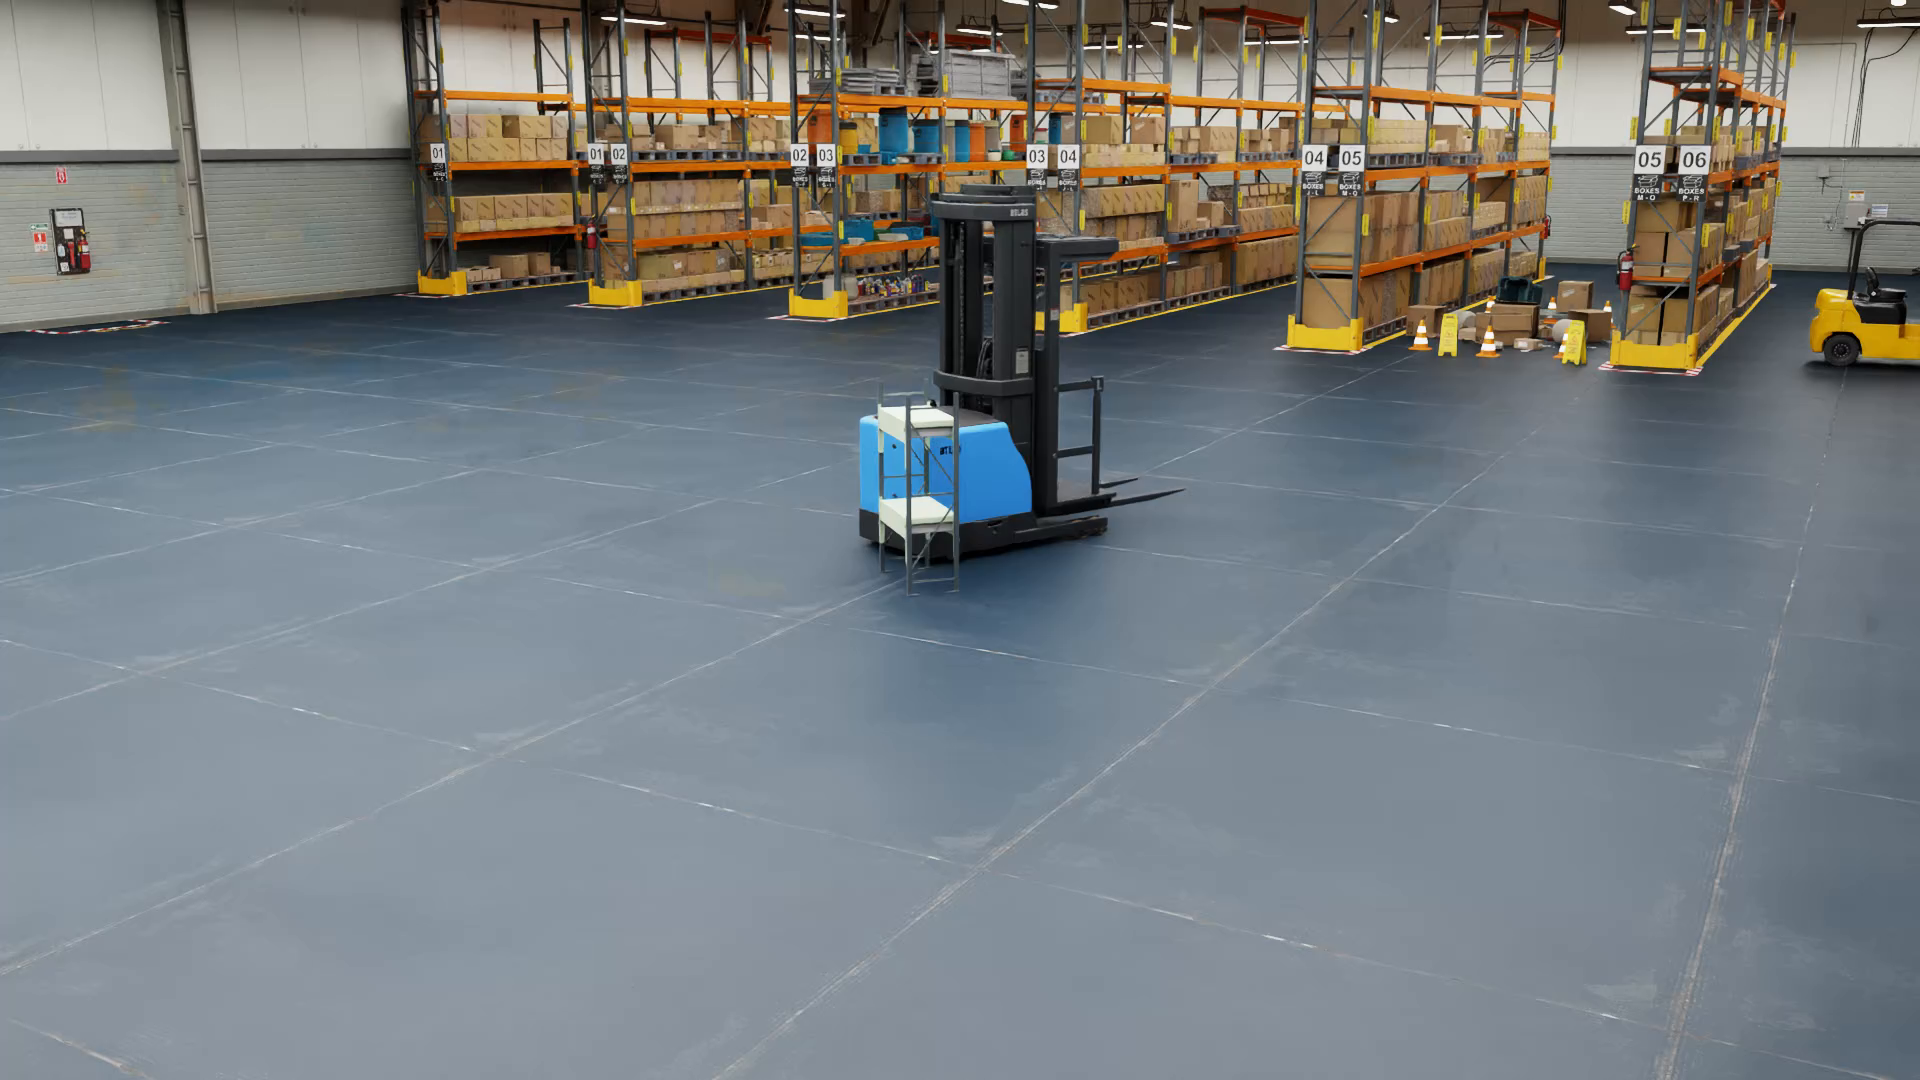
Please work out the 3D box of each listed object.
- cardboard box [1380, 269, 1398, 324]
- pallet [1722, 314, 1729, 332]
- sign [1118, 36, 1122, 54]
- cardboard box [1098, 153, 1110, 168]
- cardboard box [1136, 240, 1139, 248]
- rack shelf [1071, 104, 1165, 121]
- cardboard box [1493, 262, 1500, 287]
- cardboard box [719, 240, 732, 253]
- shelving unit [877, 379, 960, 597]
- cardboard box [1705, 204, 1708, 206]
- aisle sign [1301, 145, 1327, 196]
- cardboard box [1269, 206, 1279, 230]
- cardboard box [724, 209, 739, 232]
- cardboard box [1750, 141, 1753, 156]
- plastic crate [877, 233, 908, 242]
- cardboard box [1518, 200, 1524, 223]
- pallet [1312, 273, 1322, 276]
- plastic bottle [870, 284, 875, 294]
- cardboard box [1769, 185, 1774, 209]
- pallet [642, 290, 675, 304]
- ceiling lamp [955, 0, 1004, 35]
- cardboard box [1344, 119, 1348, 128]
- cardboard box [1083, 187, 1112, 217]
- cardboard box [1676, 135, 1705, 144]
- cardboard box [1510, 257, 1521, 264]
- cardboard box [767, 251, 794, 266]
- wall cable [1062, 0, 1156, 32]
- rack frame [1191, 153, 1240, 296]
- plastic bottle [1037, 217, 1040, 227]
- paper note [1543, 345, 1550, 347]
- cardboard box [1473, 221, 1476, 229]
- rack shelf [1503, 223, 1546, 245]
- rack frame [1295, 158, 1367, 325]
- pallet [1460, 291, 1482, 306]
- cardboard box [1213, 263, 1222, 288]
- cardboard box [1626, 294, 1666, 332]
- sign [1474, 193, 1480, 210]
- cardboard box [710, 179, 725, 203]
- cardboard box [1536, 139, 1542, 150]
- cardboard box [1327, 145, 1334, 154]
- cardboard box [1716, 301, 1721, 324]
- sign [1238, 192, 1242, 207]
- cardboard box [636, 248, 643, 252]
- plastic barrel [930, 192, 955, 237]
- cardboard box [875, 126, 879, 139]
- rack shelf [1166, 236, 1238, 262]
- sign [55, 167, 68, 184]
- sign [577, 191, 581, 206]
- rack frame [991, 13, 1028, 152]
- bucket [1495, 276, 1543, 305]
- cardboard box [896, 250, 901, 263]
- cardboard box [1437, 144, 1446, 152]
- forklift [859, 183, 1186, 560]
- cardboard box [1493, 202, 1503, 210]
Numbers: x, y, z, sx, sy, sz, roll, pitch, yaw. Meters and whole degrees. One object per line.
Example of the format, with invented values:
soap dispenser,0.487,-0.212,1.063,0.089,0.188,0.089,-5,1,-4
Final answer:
cardboard box,7.059,-4.273,28.993,0.875,0.875,0.875,8,15,28
pallet,13.202,-3.923,29.857,1.003,0.211,1.213,7,15,28
sign,3.075,-9.500,31.906,0.100,0.325,0.005,7,15,28
cardboard box,2.333,-6.731,29.474,0.500,0.250,0.500,7,15,27
cardboard box,3.155,-5.596,31.381,0.380,0.149,0.250,7,15,28
rack shelf,4.062,-10.976,42.747,1.077,0.370,4.000,7,15,28
cardboard box,11.338,-5.752,35.932,0.500,0.500,0.500,7,15,27
cardboard box,-6.612,-7.969,44.379,0.750,0.750,0.750,7,15,28
shelving unit,-0.317,-0.409,12.532,0.431,1.500,0.755,-4,14,-18
cardboard box,13.007,-5.700,29.535,0.500,0.500,0.500,7,15,26
aisle sign,5.626,-5.870,26.437,0.394,0.787,0.004,7,15,28
cardboard box,6.952,-7.345,37.886,0.500,0.500,0.500,7,15,27
cardboard box,-5.316,-7.070,36.748,0.700,0.500,0.500,7,15,27
cardboard box,13.340,-6.742,28.621,0.500,0.250,0.500,7,15,27
plastic crate,-1.336,-6.062,33.339,0.530,0.136,0.437,7,15,28
cardboard box,12.417,-7.418,37.554,0.500,0.500,0.500,7,15,28
pallet,8.456,-6.675,41.269,1.003,0.211,1.213,7,15,28
plastic bottle,-1.786,-5.118,33.894,0.097,0.201,0.097,0,14,0
cardboard box,17.546,-7.527,36.507,0.500,0.500,0.500,7,15,28
pallet,-6.707,-5.099,34.734,1.003,0.211,1.213,7,15,28
ceiling lamp,0.721,-14.031,40.578,0.800,3.185,2.000,7,15,28
cardboard box,6.158,-6.828,27.281,0.380,0.149,0.250,8,16,29
cardboard box,2.382,-6.033,29.676,0.500,0.500,0.500,7,15,28
cardboard box,10.655,-5.821,24.211,0.380,0.149,0.250,7,15,28
cardboard box,12.637,-6.410,38.139,0.380,0.149,0.250,8,16,29
cardboard box,-4.193,-6.519,38.447,0.500,0.311,0.500,7,15,26
wall cable,4.481,-16.672,50.133,3.097,2.526,0.112,7,15,28
rack frame,5.497,-6.811,35.886,1.000,3.000,0.127,7,15,28
plastic bottle,1.852,-7.430,38.702,0.061,0.283,0.133,7,15,28
paper note,9.561,-3.175,27.162,0.142,0.019,0.148,-12,18,-40
cardboard box,10.313,-6.434,33.963,0.380,0.149,0.250,8,16,31
rack shelf,12.691,-7.110,38.659,1.077,0.370,4.000,7,15,28
rack frame,5.923,-4.587,26.661,1.000,3.000,0.127,7,15,28
pallet,10.169,-5.033,34.460,1.003,0.211,1.213,7,15,28
cardboard box,5.191,-5.670,35.547,0.700,0.500,0.500,6,15,25
cardboard box,10.464,-3.473,25.410,0.500,0.500,0.500,7,15,28
sign,10.278,-6.729,33.075,0.100,0.325,0.005,7,15,28
cardboard box,-5.559,-7.597,36.165,0.700,0.500,0.500,7,15,28
cardboard box,13.161,-9.165,38.502,0.500,0.250,0.500,8,16,29
cardboard box,5.787,-6.283,26.720,0.380,0.149,0.250,7,15,28
cardboard box,12.490,-3.902,28.531,0.950,0.372,0.625,8,16,29
sign,5.977,-7.276,35.512,0.100,0.325,0.005,7,15,28
cardboard box,-8.380,-7.142,41.654,0.700,0.500,0.500,7,15,28
plastic barrel,-0.320,-6.840,34.937,0.600,0.901,0.708,7,15,28
cardboard box,-2.190,-10.146,41.994,0.600,0.600,0.600,7,15,26
rack shelf,4.530,-6.051,34.268,1.077,0.370,4.000,7,15,28
sign,-16.017,-6.498,29.641,0.001,0.298,0.199,7,15,28
sign,-8.966,-8.035,39.115,0.100,0.325,0.005,7,15,28
rack frame,1.161,-10.289,37.510,1.000,3.000,0.127,7,15,28
bucket,9.809,-4.266,29.071,0.620,0.611,0.726,1,9,-42
cardboard box,-1.716,-7.417,42.792,0.500,0.500,0.500,8,16,29
cardboard box,8.762,-7.255,30.752,0.380,0.149,0.250,7,15,28
forklift,0.638,-1.519,14.080,3.031,2.935,1.130,-10,17,-36
cardboard box,11.572,-7.261,36.121,0.380,0.149,0.250,7,15,26
